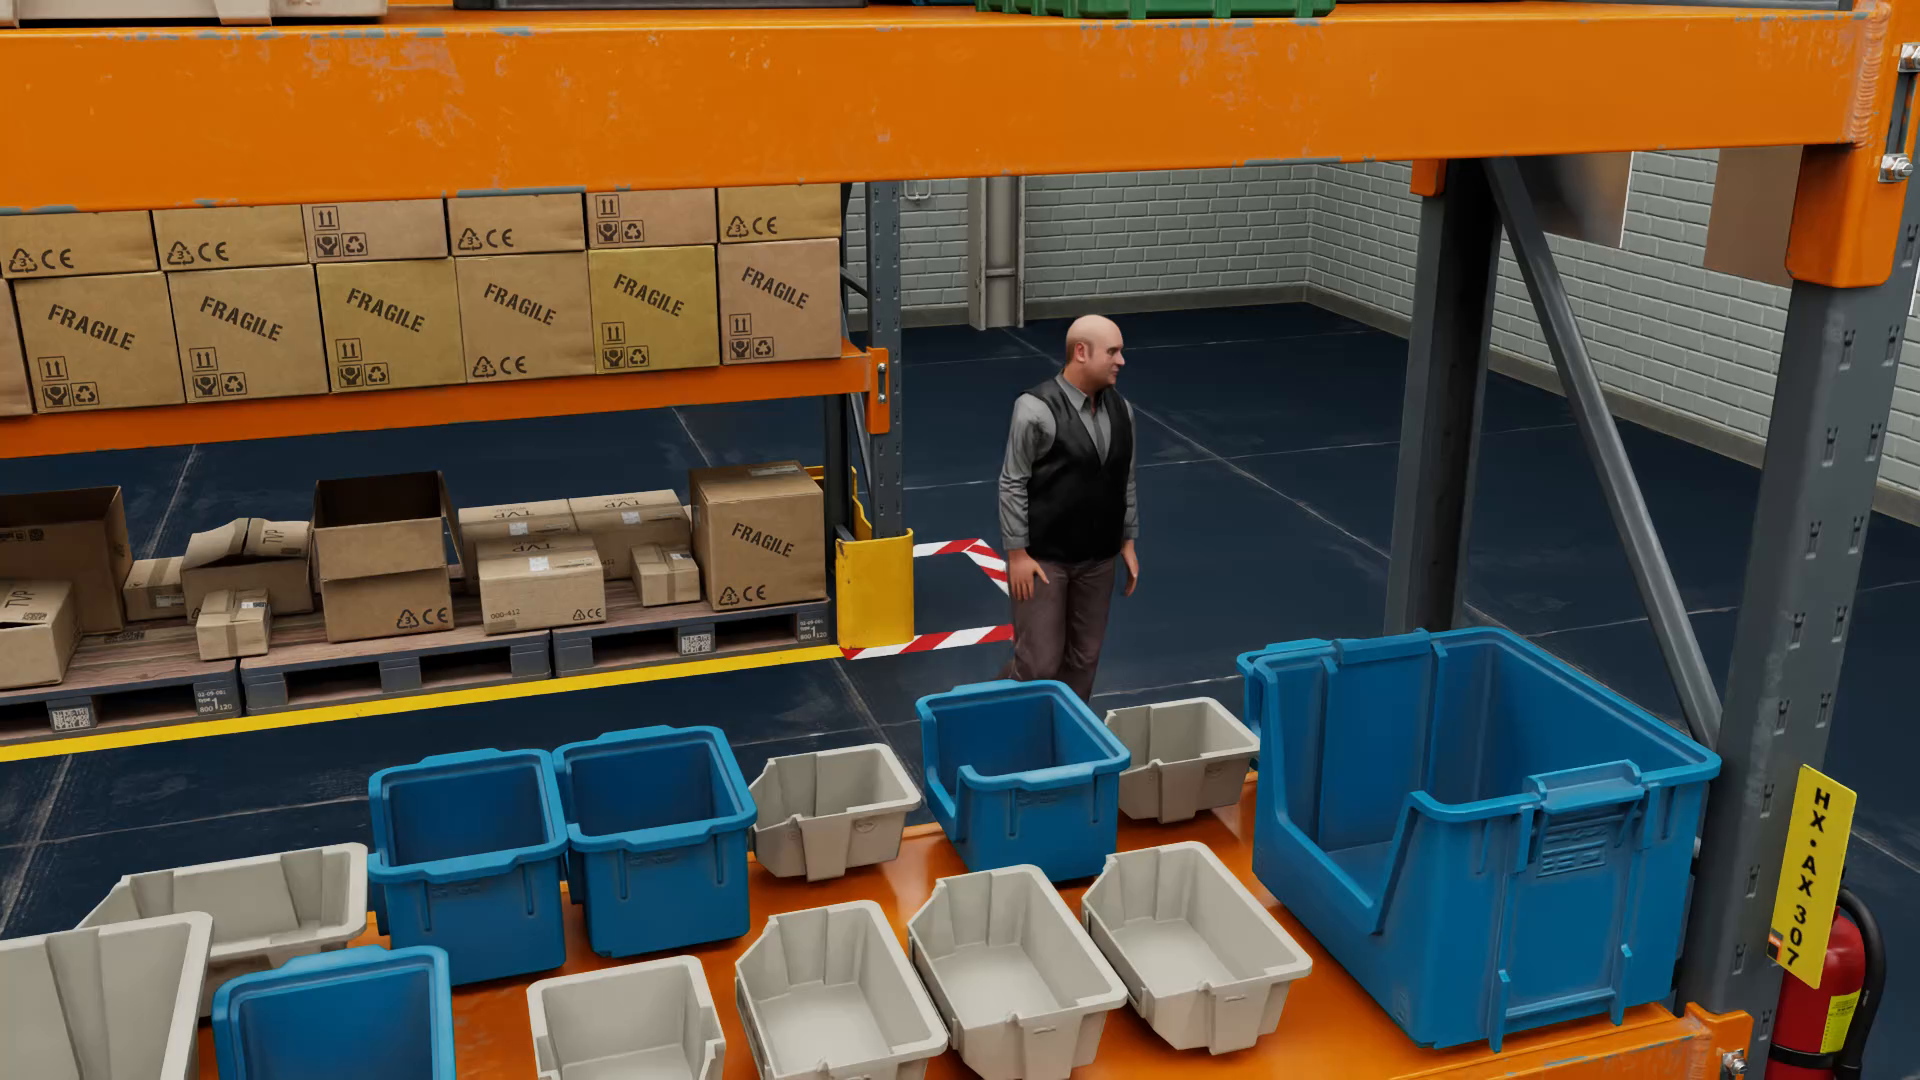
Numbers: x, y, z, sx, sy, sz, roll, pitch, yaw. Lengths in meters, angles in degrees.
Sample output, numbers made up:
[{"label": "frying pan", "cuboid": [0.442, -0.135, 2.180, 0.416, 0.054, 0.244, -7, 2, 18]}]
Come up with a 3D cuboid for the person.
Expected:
[{"label": "person", "cuboid": [0.345, 0.047, 5.920, 0.584, 1.720, 0.497, -12, 23, -32]}]
